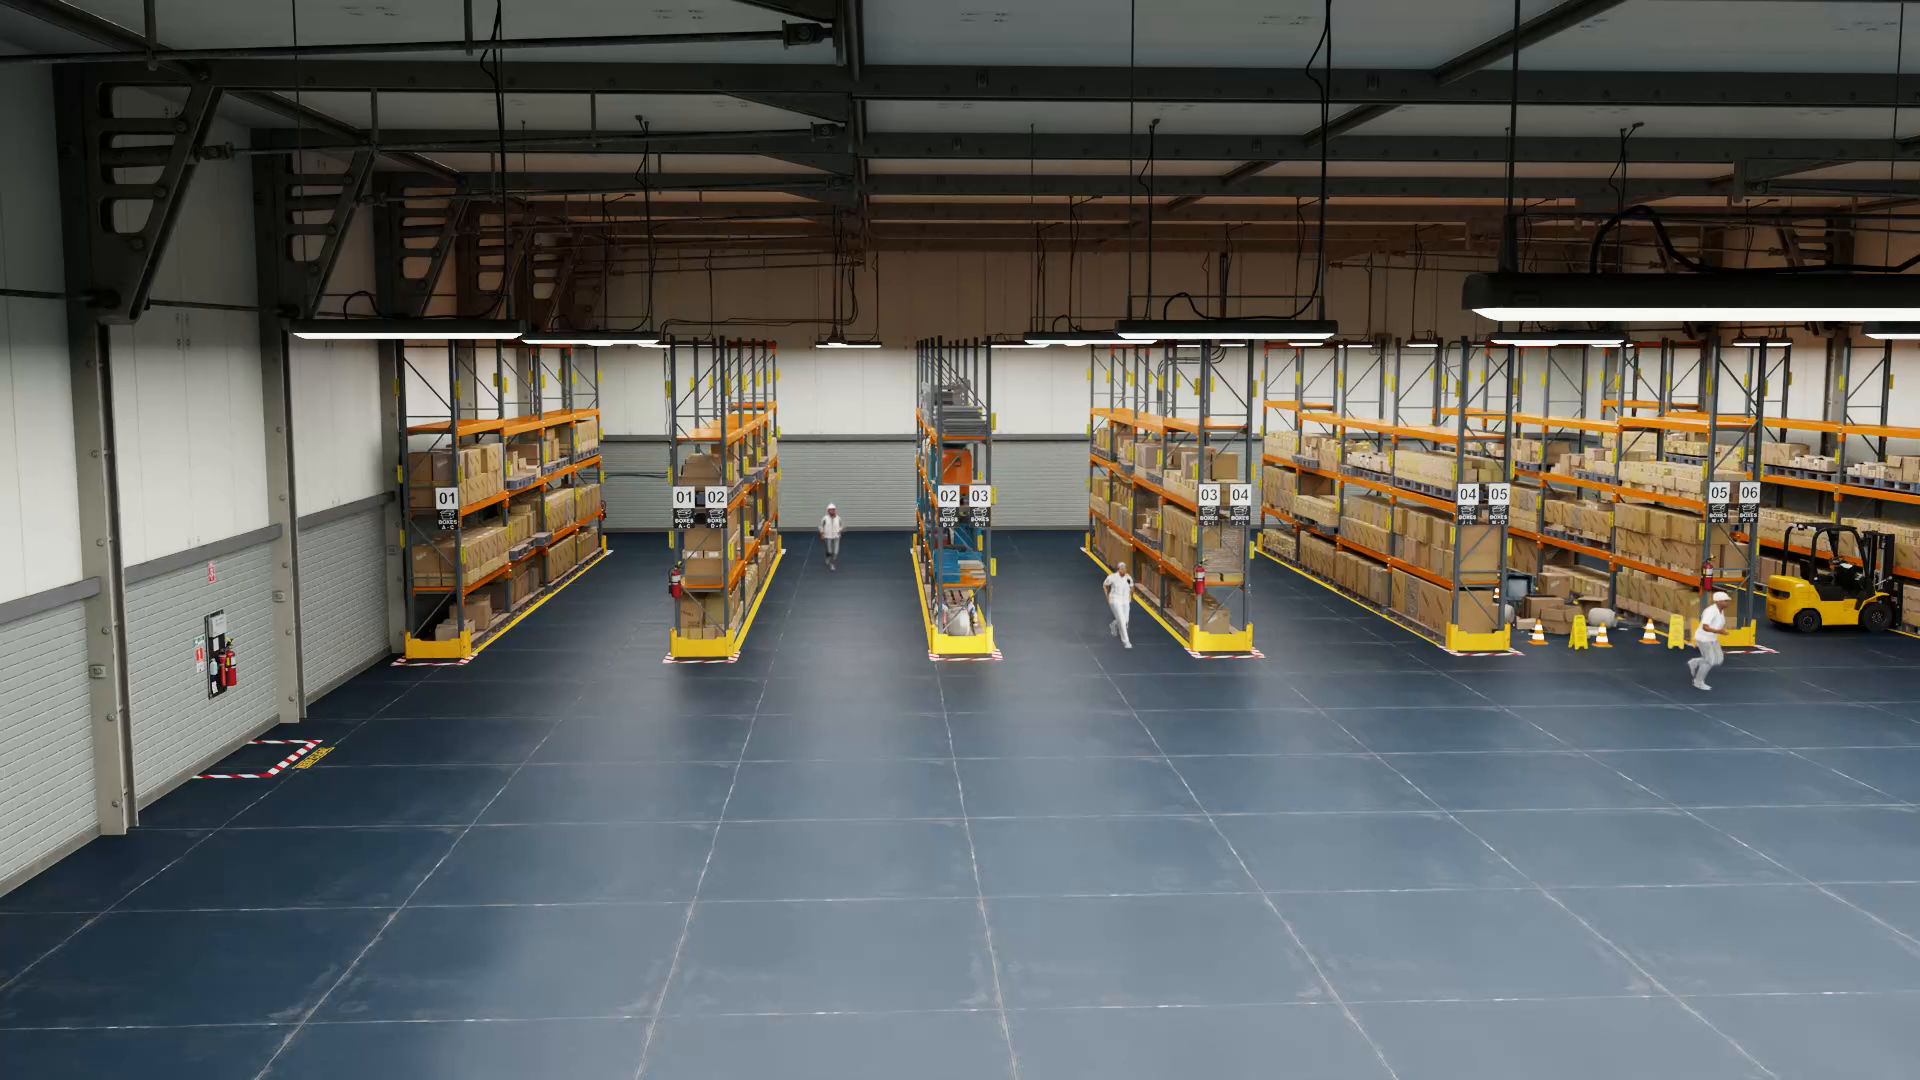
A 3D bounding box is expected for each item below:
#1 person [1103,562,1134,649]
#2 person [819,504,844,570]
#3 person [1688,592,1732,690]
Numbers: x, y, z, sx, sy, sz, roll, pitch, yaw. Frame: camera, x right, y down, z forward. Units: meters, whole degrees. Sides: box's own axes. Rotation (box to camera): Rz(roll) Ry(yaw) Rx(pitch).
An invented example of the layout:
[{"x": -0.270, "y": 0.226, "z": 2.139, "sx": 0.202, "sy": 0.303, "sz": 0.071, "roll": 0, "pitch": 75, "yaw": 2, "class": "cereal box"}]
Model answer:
[{"x": 3.106, "y": 1.241, "z": 32.435, "sx": 0.630, "sy": 1.662, "sz": 0.895, "roll": -3, "pitch": 7, "yaw": -21, "class": "person"}, {"x": -3.350, "y": -0.071, "z": 43.528, "sx": 0.658, "sy": 1.726, "sz": 0.578, "roll": -2, "pitch": 7, "yaw": -14, "class": "person"}, {"x": 12.699, "y": 1.703, "z": 28.149, "sx": 0.676, "sy": 1.696, "sz": 0.710, "roll": -6, "pitch": 9, "yaw": -43, "class": "person"}]
